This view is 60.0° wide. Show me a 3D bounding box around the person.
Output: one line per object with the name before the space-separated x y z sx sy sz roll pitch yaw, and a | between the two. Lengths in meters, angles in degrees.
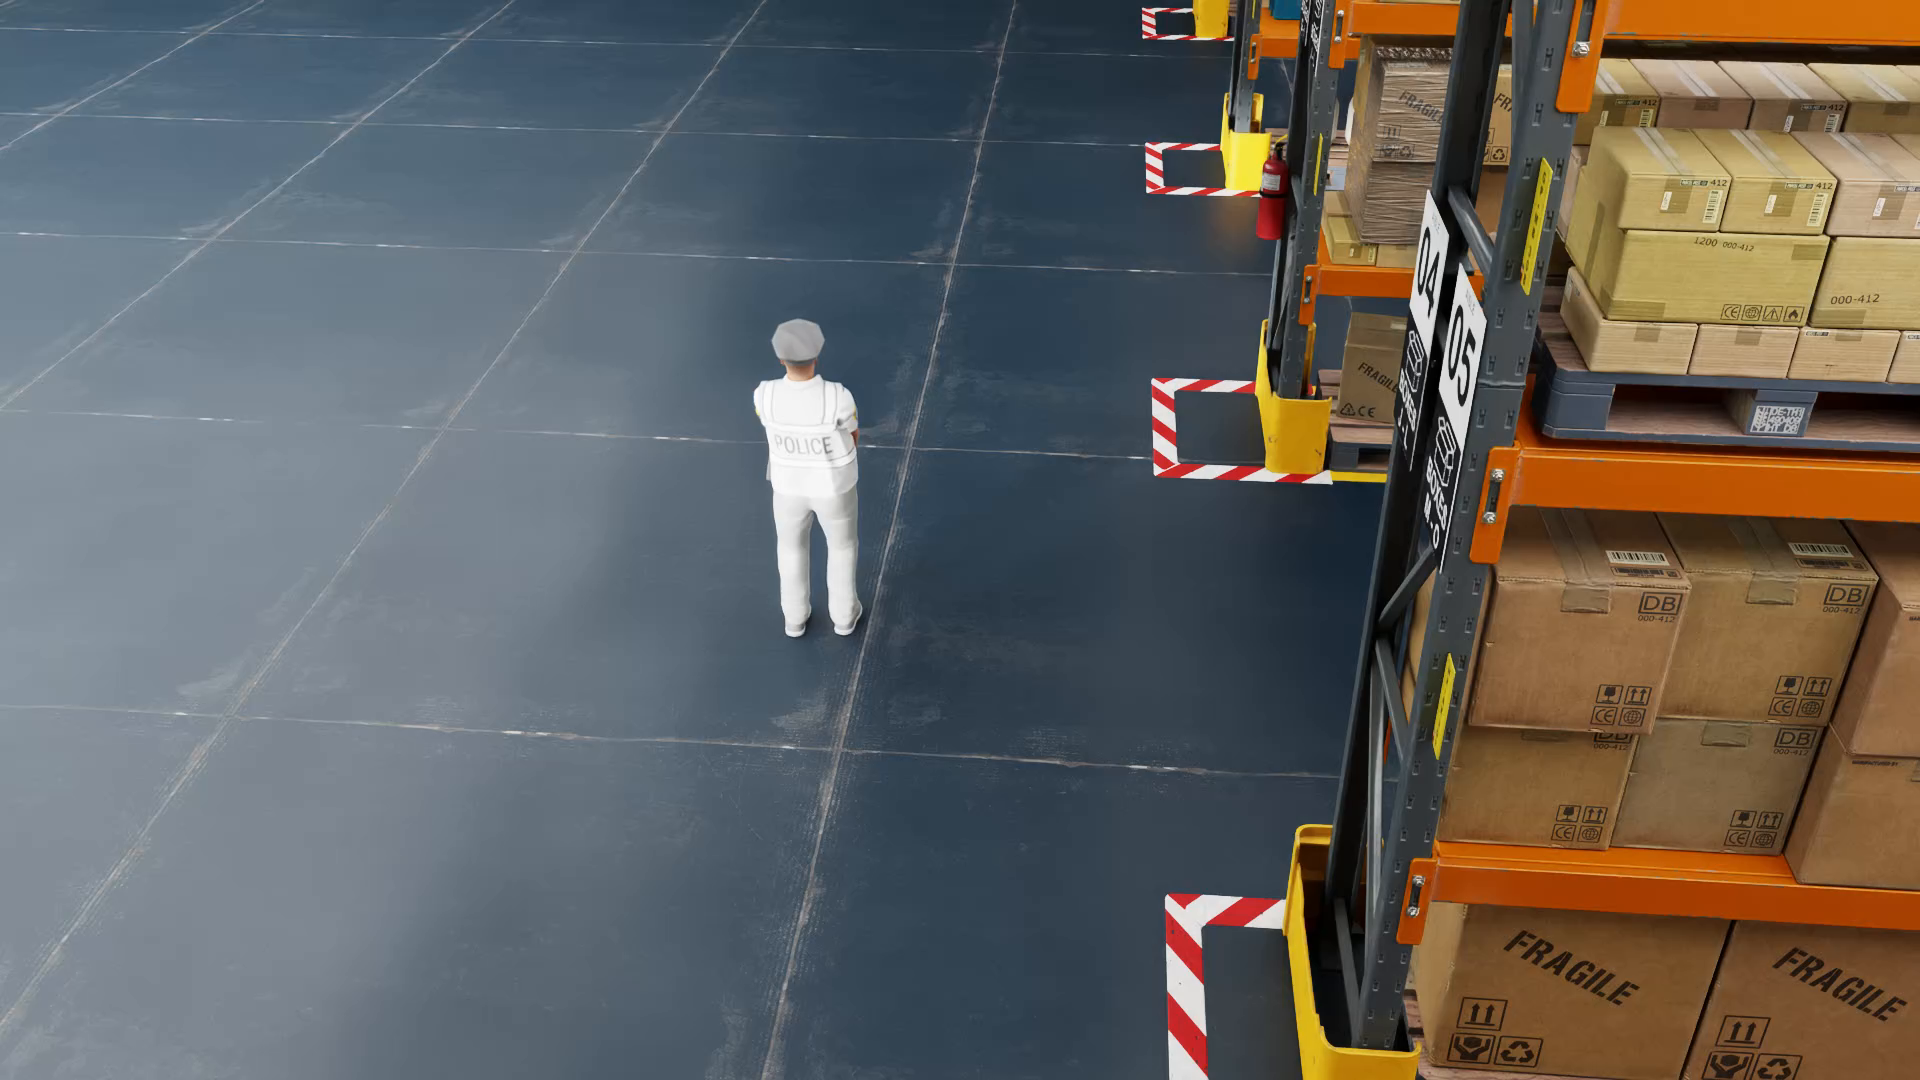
person | -0.735 -0.329 8.357 0.494 1.761 0.565 3 32 5
